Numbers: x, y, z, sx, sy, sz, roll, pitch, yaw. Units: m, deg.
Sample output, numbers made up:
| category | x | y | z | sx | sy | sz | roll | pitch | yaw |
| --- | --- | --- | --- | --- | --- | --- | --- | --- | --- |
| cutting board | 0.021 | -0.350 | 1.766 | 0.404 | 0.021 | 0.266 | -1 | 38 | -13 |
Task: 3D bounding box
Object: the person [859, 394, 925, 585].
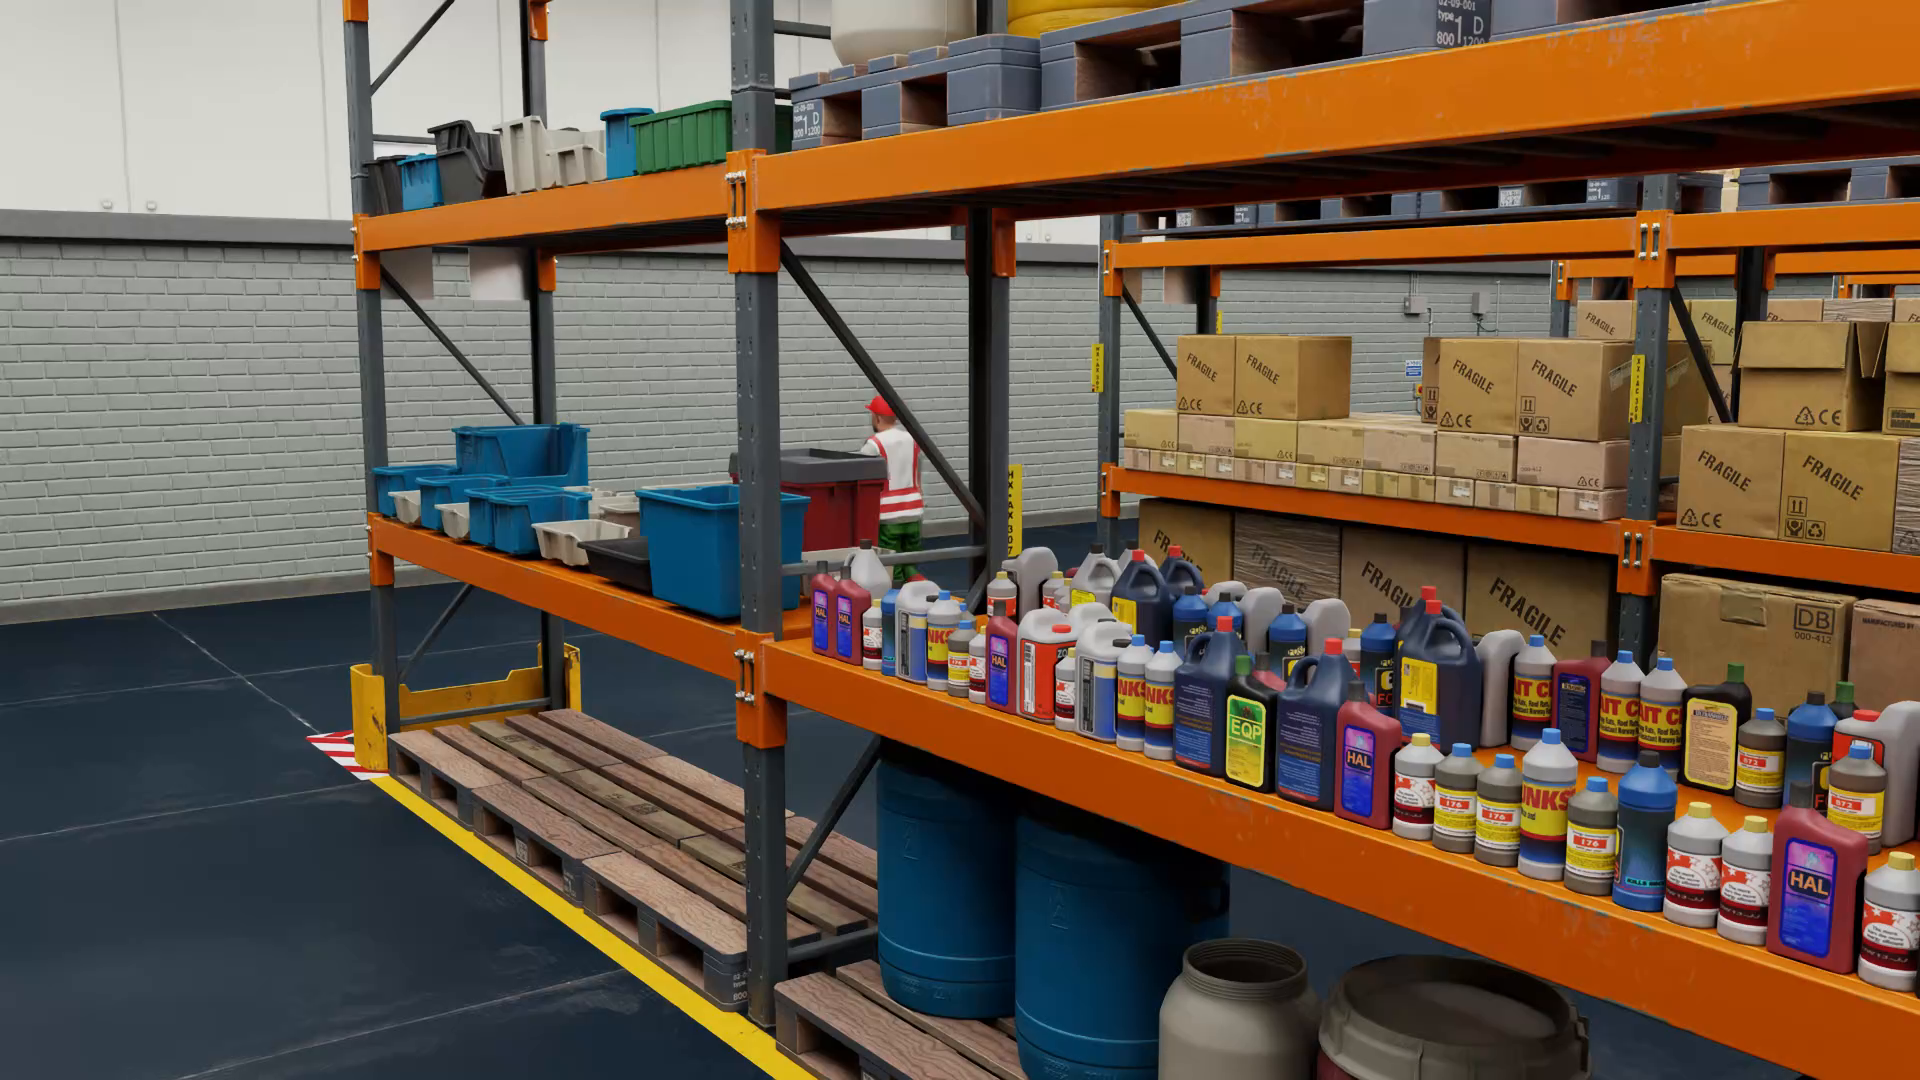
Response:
| category | x | y | z | sx | sy | sz | roll | pitch | yaw |
| --- | --- | --- | --- | --- | --- | --- | --- | --- | --- |
| person | -0.422 | -0.121 | 11.498 | 0.593 | 1.784 | 0.556 | -5 | 9 | -35 |
